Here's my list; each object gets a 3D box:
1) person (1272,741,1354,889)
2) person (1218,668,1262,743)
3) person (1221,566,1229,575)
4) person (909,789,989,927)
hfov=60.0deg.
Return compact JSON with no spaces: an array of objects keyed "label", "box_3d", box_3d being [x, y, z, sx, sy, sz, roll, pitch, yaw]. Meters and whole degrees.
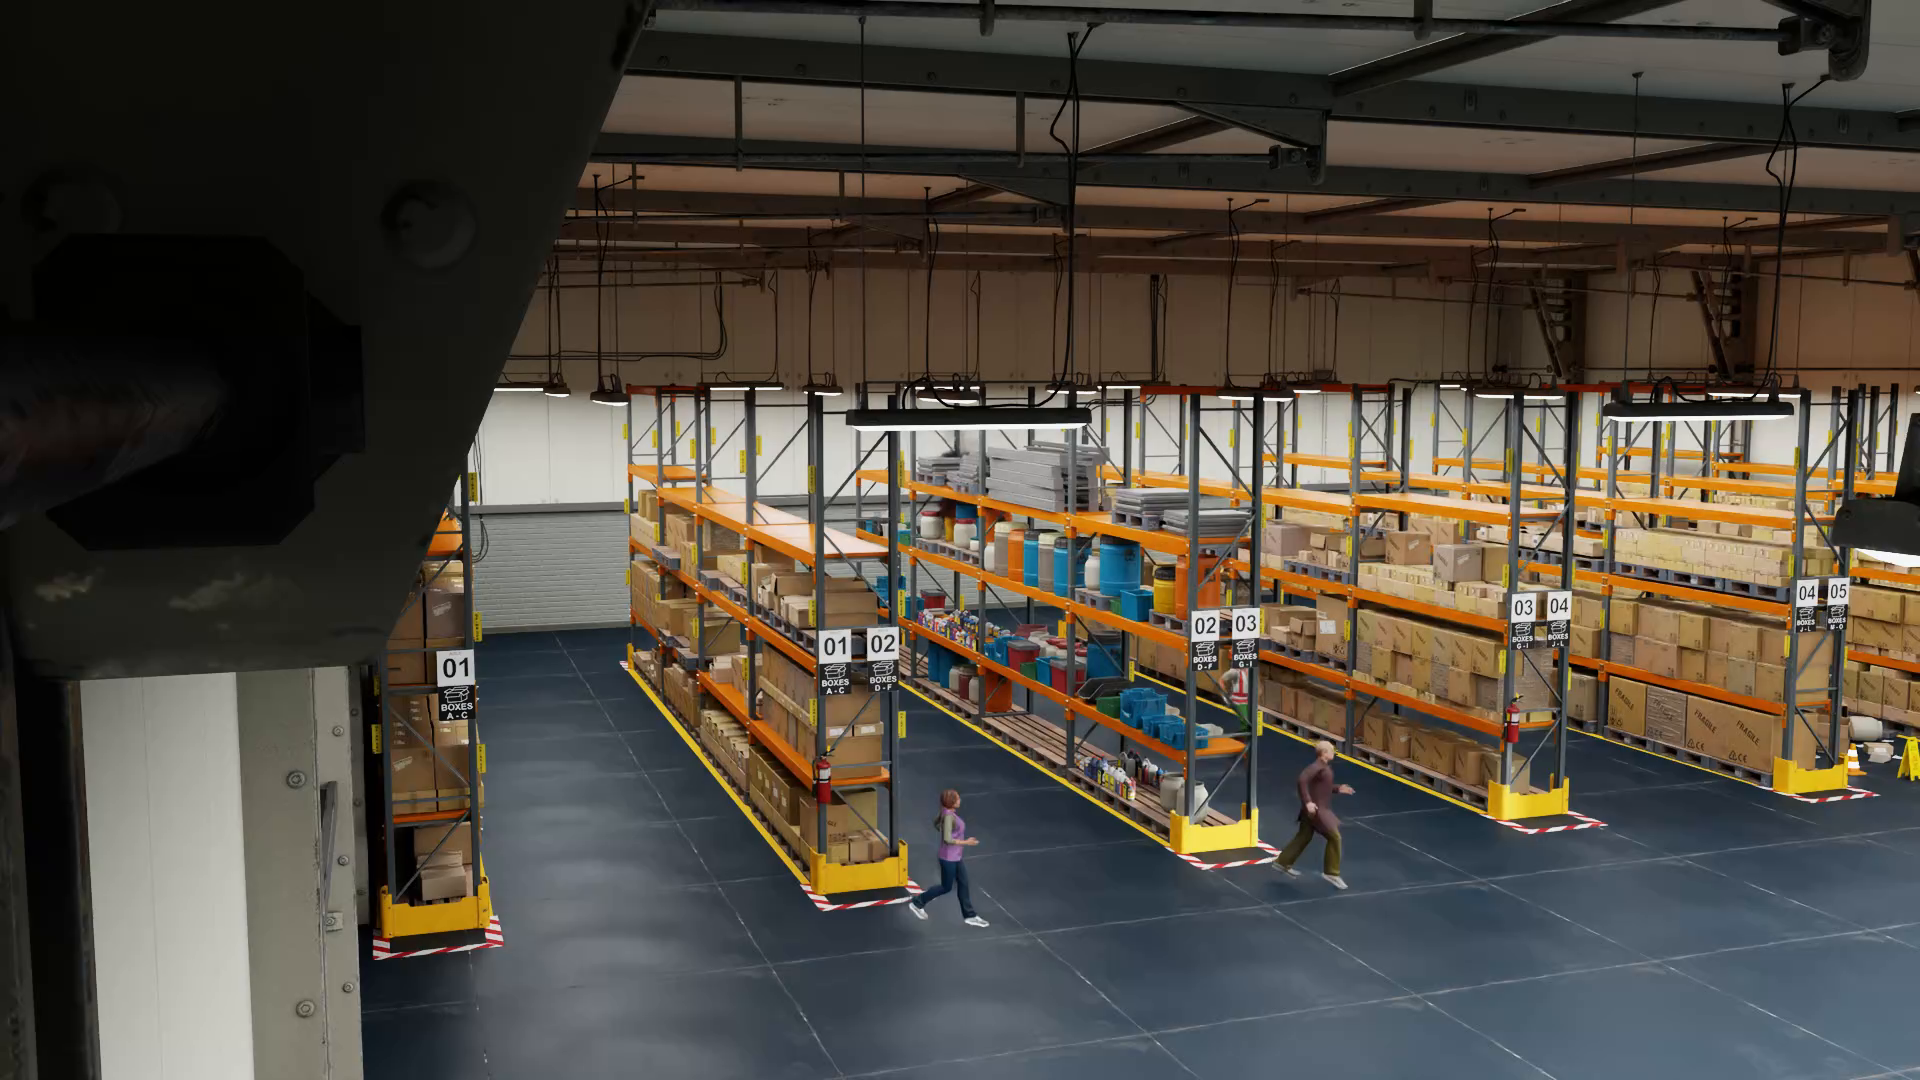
[{"label":"person","box_3d":[4.337,3.357,20.398,0.985,1.827,0.625,1,6,5]},{"label":"person","box_3d":[4.622,2.662,26.942,0.652,1.752,0.641,-4,7,-34]},{"label":"person","box_3d":[6.424,1.311,40.499,0.739,1.694,0.582,5,8,42]},{"label":"person","box_3d":[-0.126,3.585,18.756,0.904,1.587,0.554,1,6,6]}]
